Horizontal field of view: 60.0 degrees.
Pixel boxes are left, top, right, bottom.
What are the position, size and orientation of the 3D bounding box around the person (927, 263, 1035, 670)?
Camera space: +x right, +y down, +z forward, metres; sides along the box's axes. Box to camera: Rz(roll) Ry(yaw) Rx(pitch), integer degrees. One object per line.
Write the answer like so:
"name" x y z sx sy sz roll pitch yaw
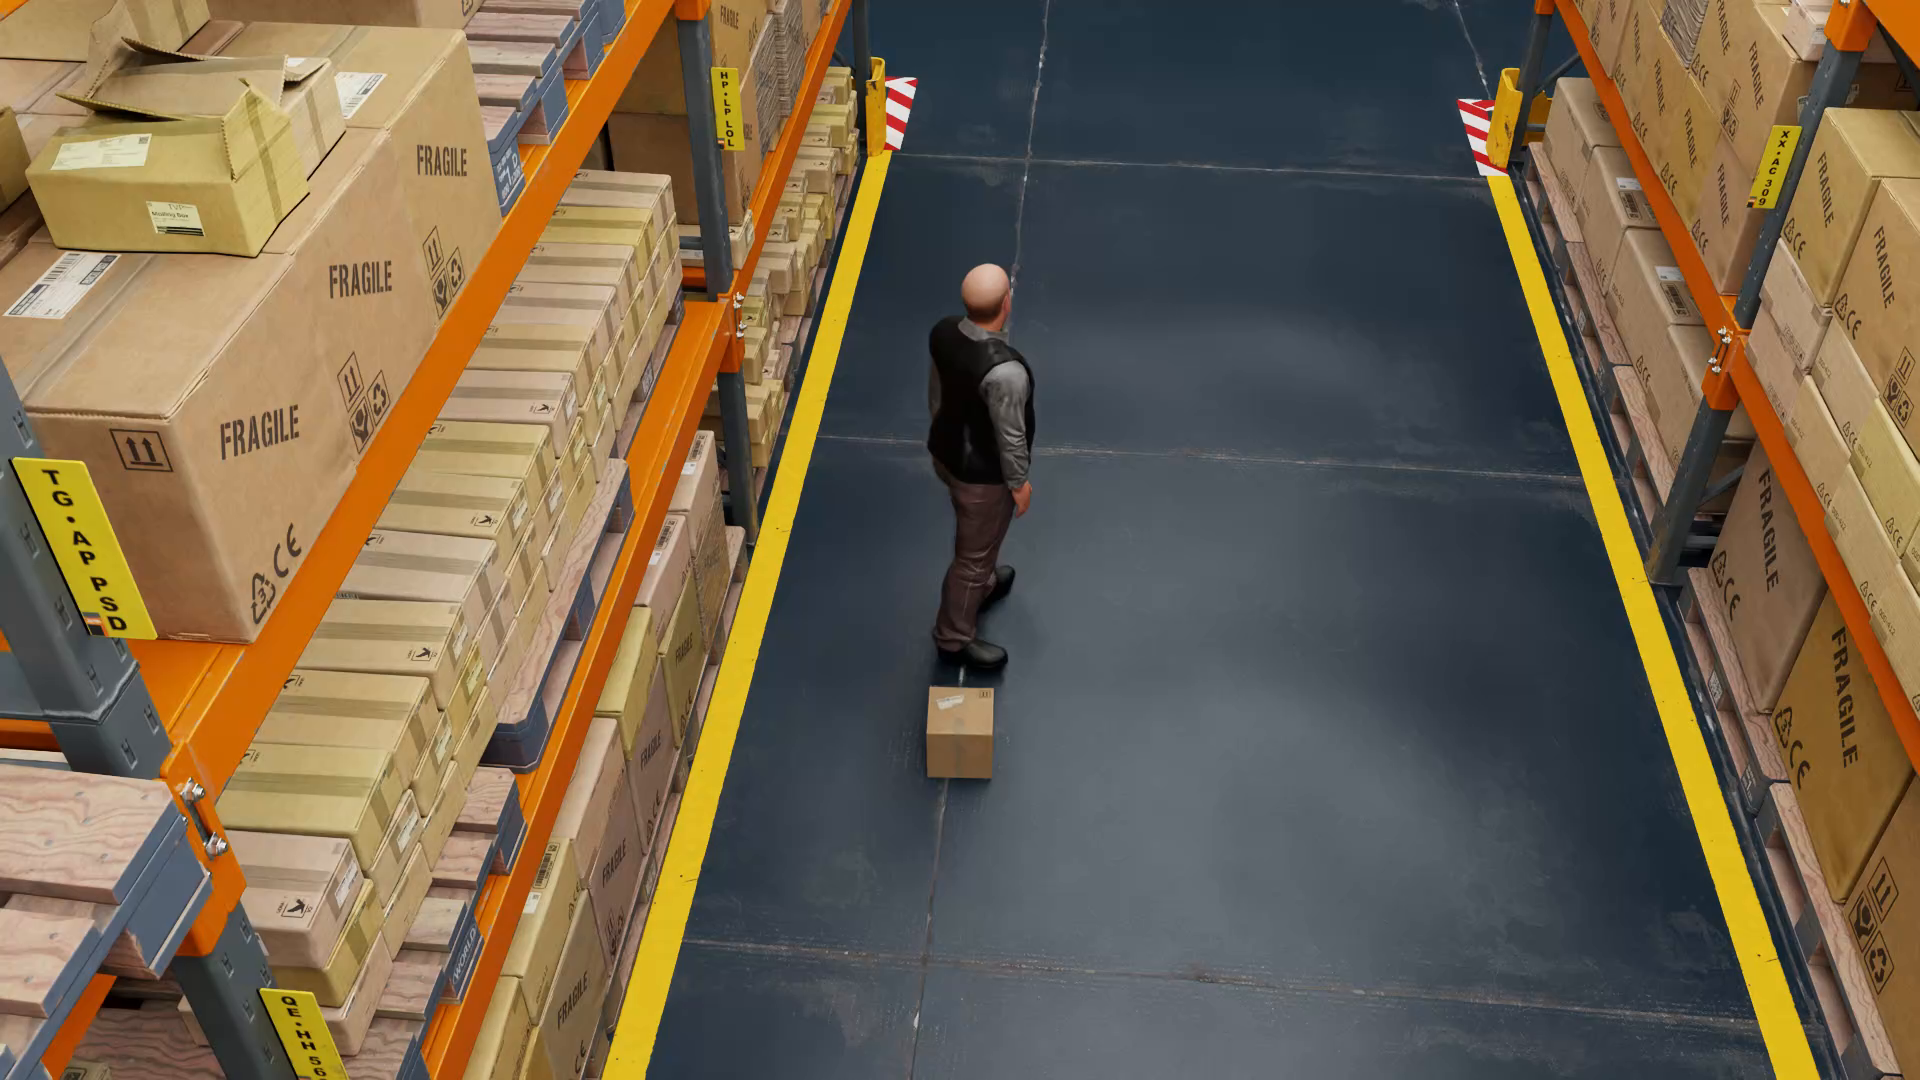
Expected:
"person" 0.095 -0.297 6.519 0.546 1.725 0.566 -19 44 -22
